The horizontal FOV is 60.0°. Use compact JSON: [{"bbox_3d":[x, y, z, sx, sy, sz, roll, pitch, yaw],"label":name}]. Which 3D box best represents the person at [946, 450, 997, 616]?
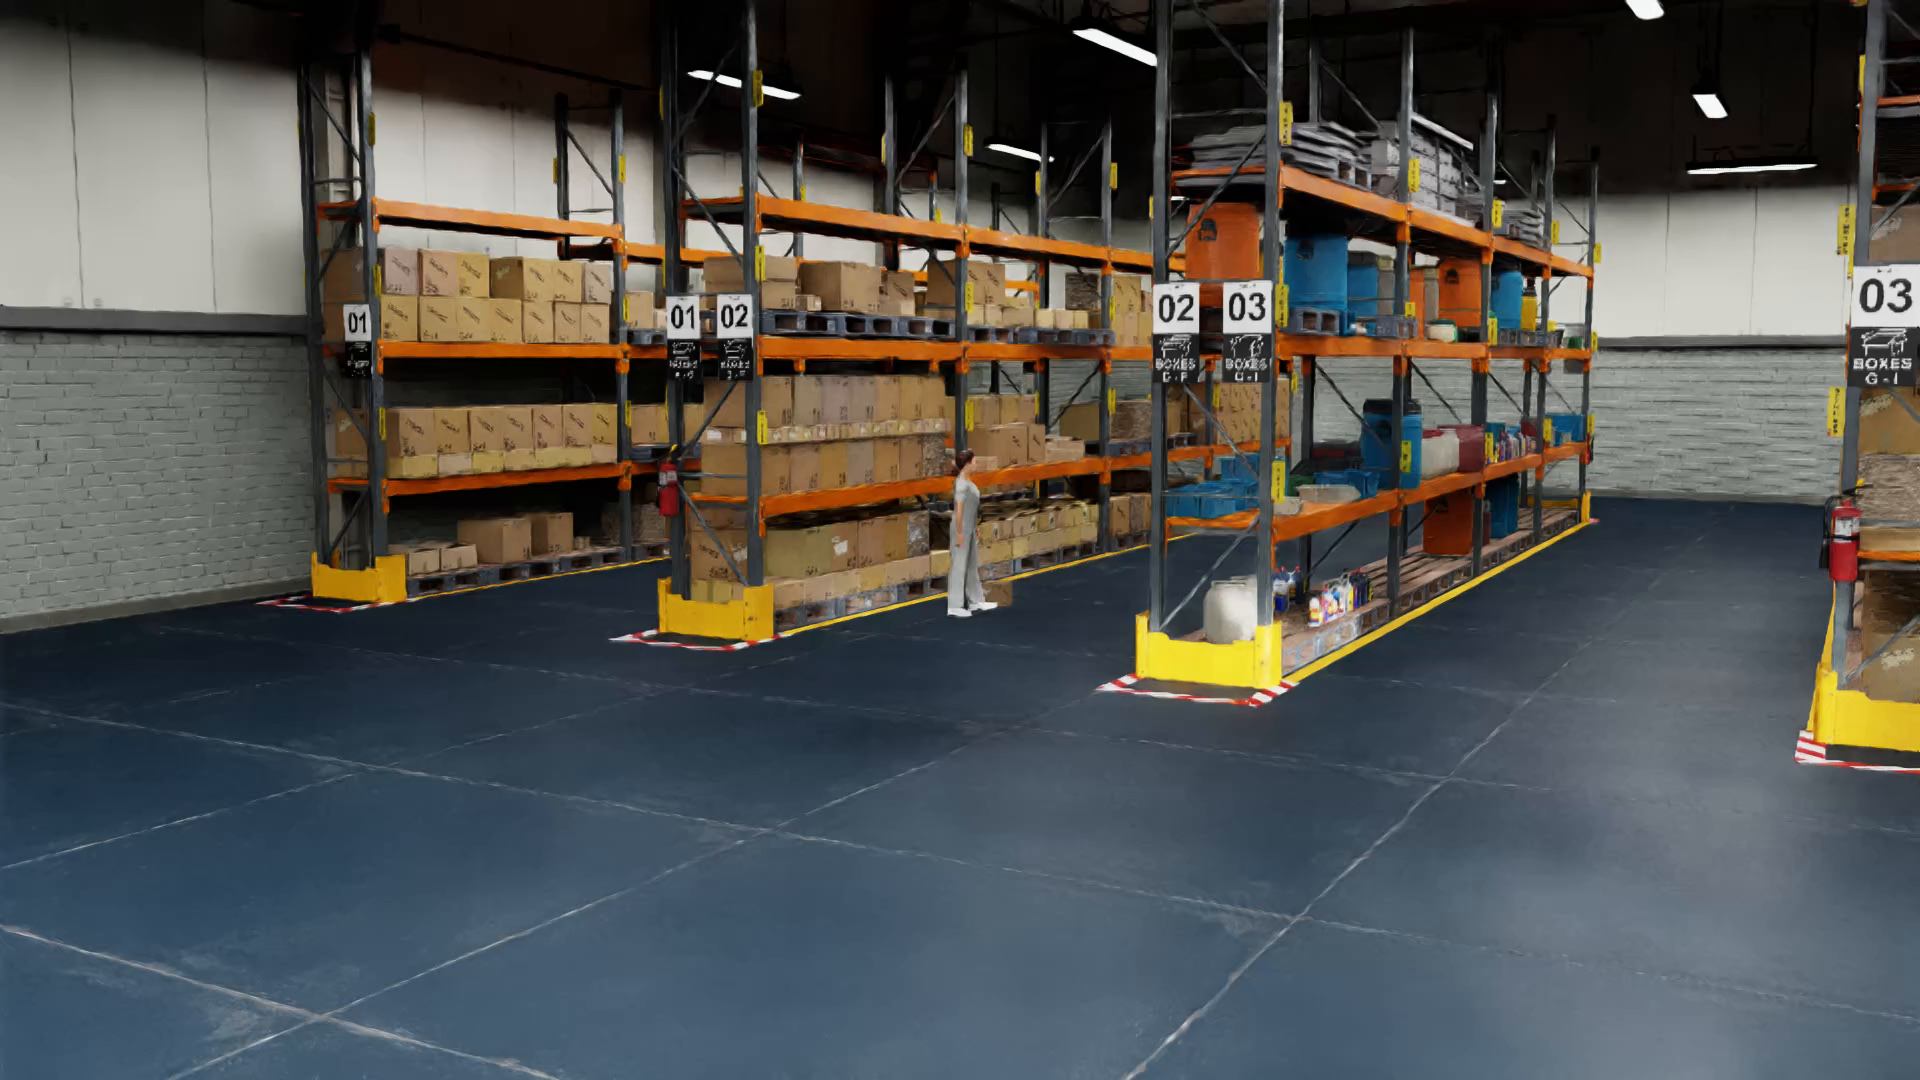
[{"bbox_3d":[0.118,-0.078,16.881,0.498,1.678,0.508,1,6,8],"label":"person"}]
